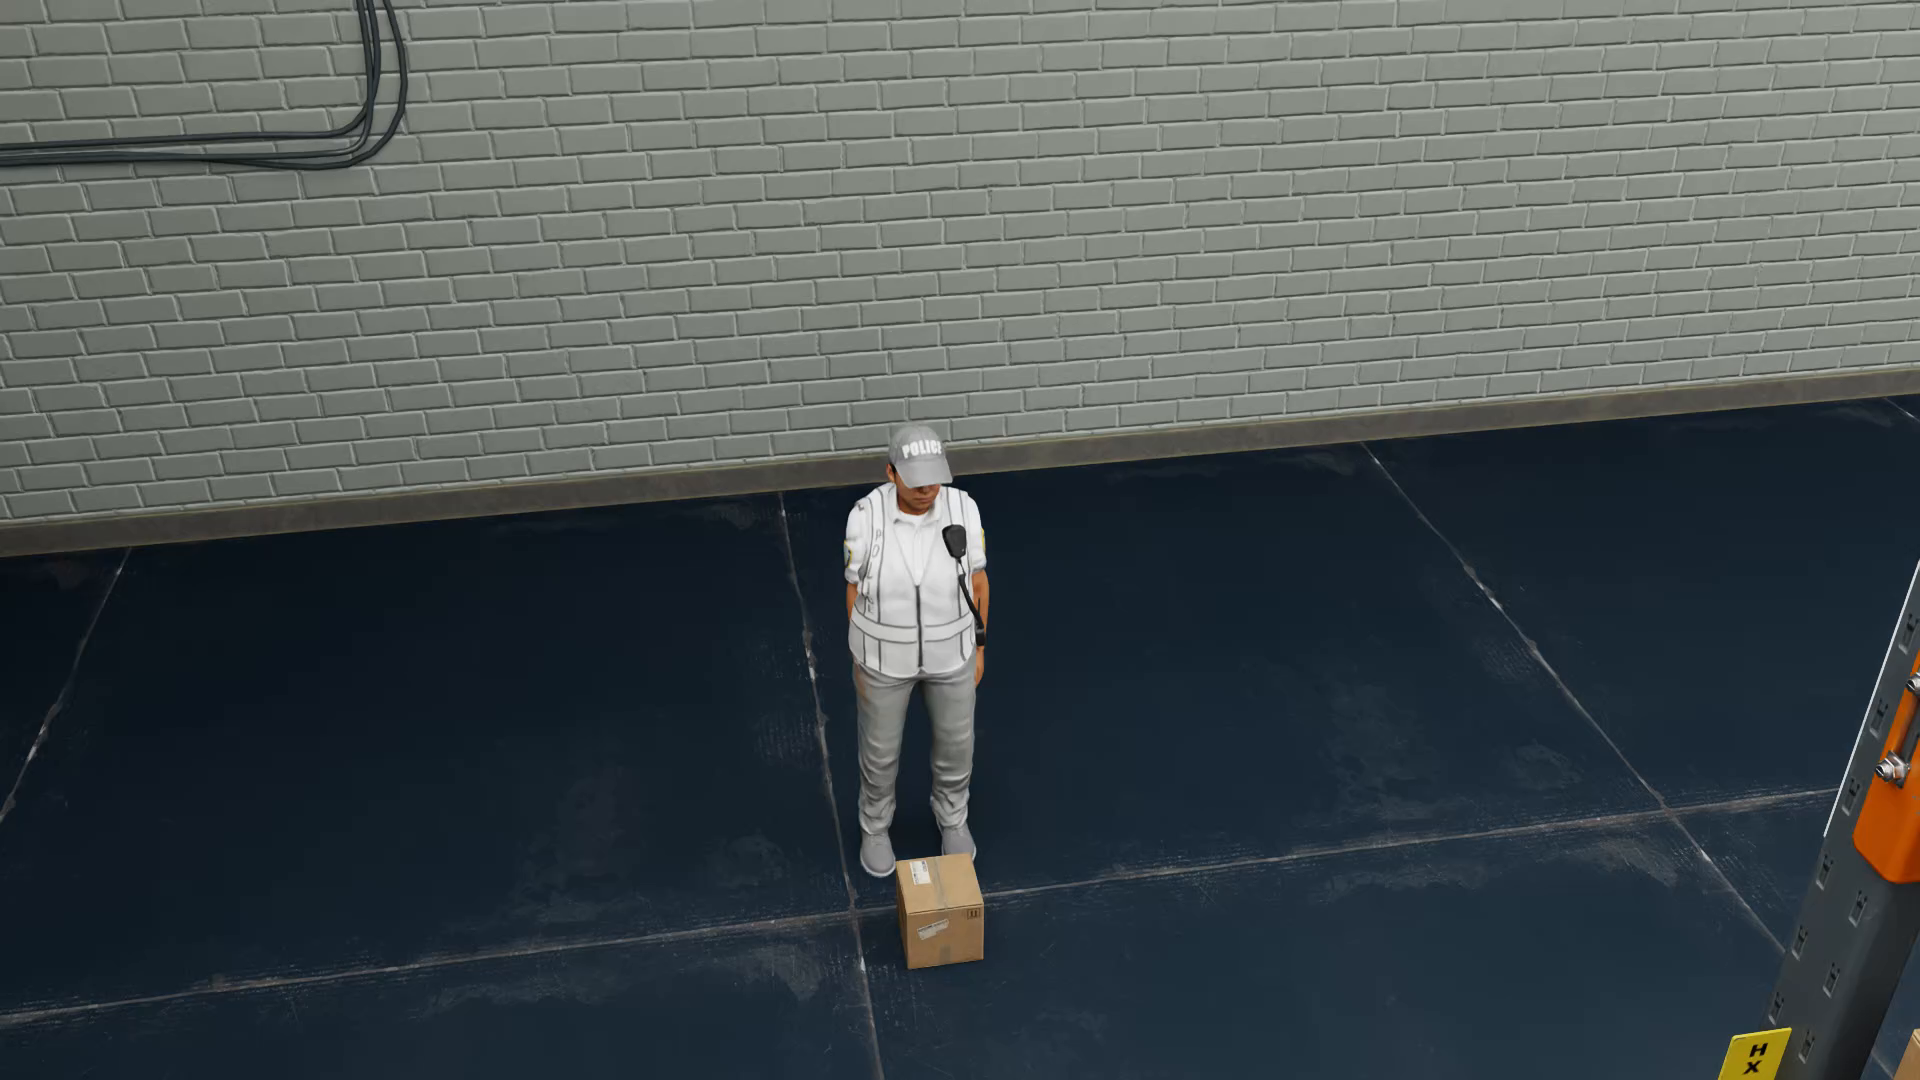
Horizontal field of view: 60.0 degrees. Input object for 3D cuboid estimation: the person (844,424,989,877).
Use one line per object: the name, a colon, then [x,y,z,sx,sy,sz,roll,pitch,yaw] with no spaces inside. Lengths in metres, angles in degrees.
person: [-0.132,0.381,5.505,0.468,1.668,0.390,-5,31,-8]
